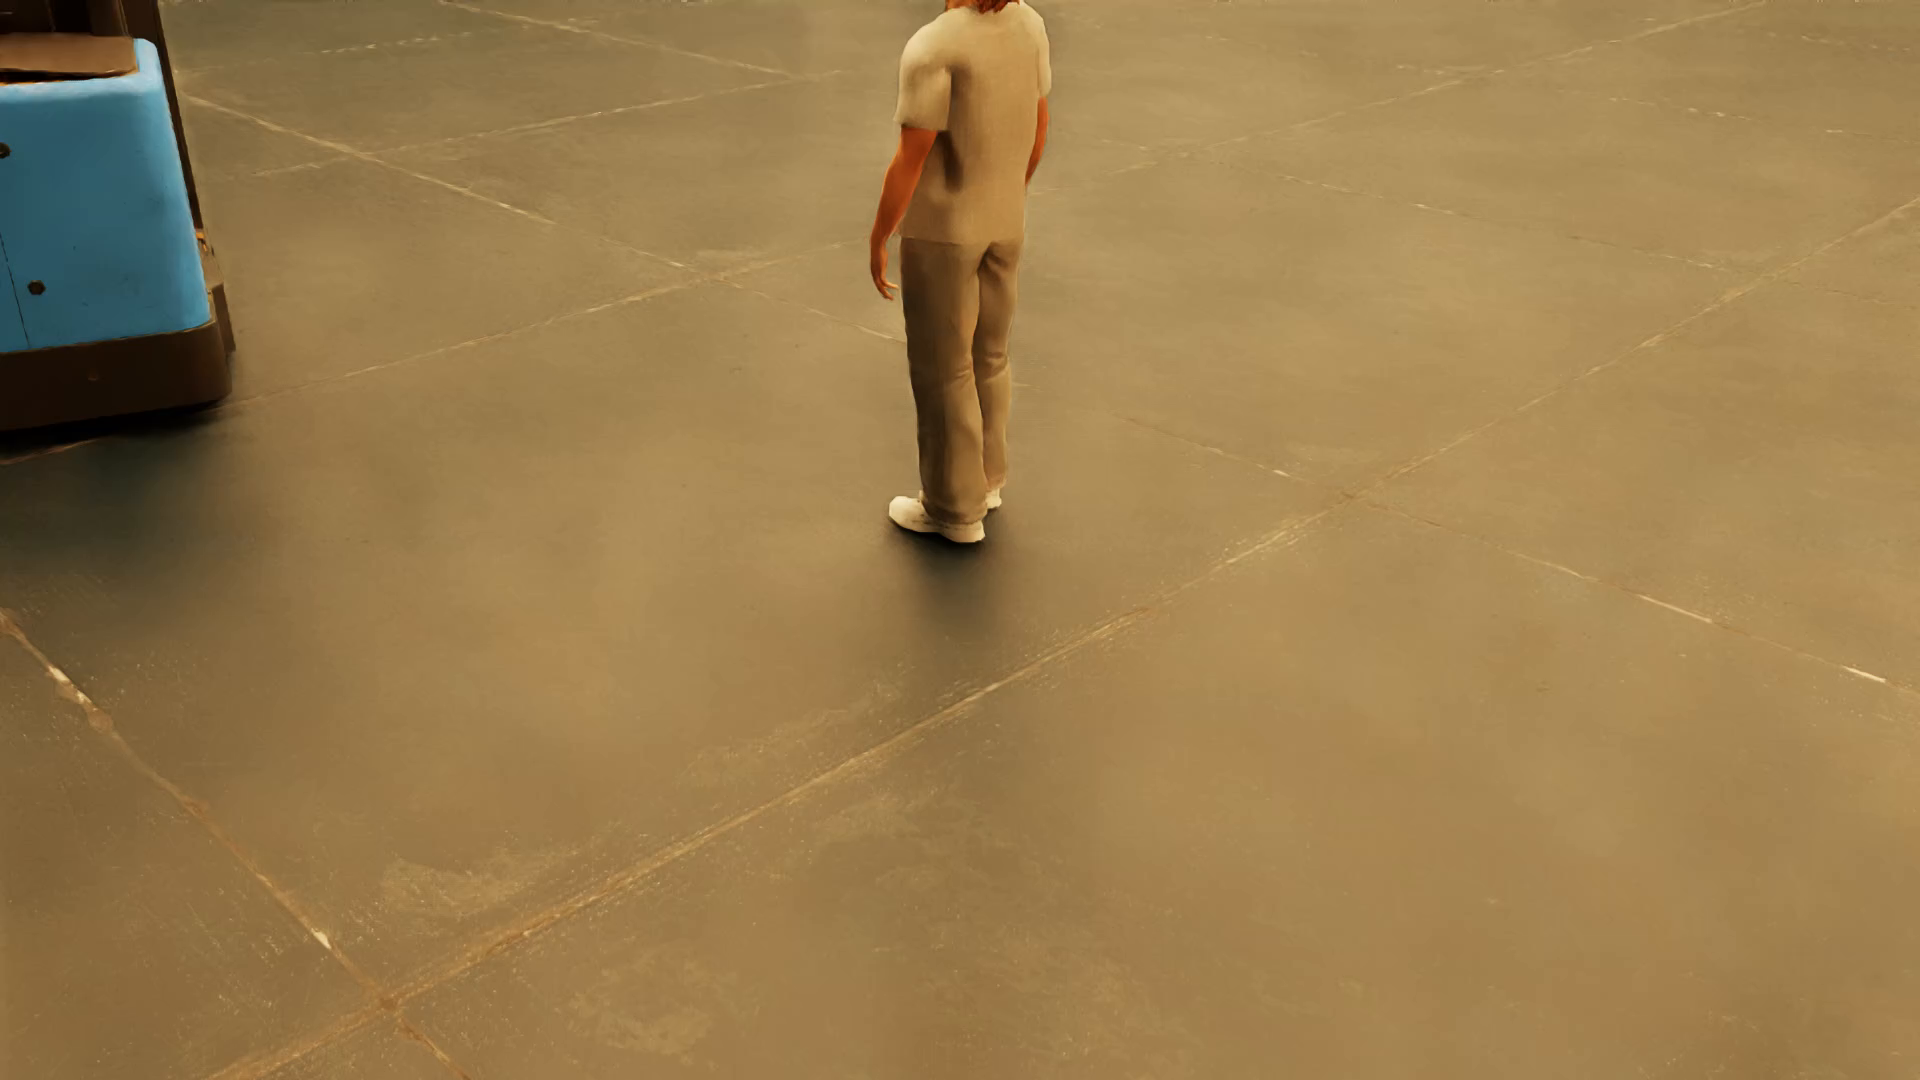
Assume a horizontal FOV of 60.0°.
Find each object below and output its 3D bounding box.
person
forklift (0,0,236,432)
[{"bbox_3d":[-0.043,-0.786,4.226,0.550,1.674,0.548,-24,35,-39],"label":"person"},{"bbox_3d":[-3.429,-2.208,5.716,1.130,2.935,3.031,-12,28,-22],"label":"forklift"}]
